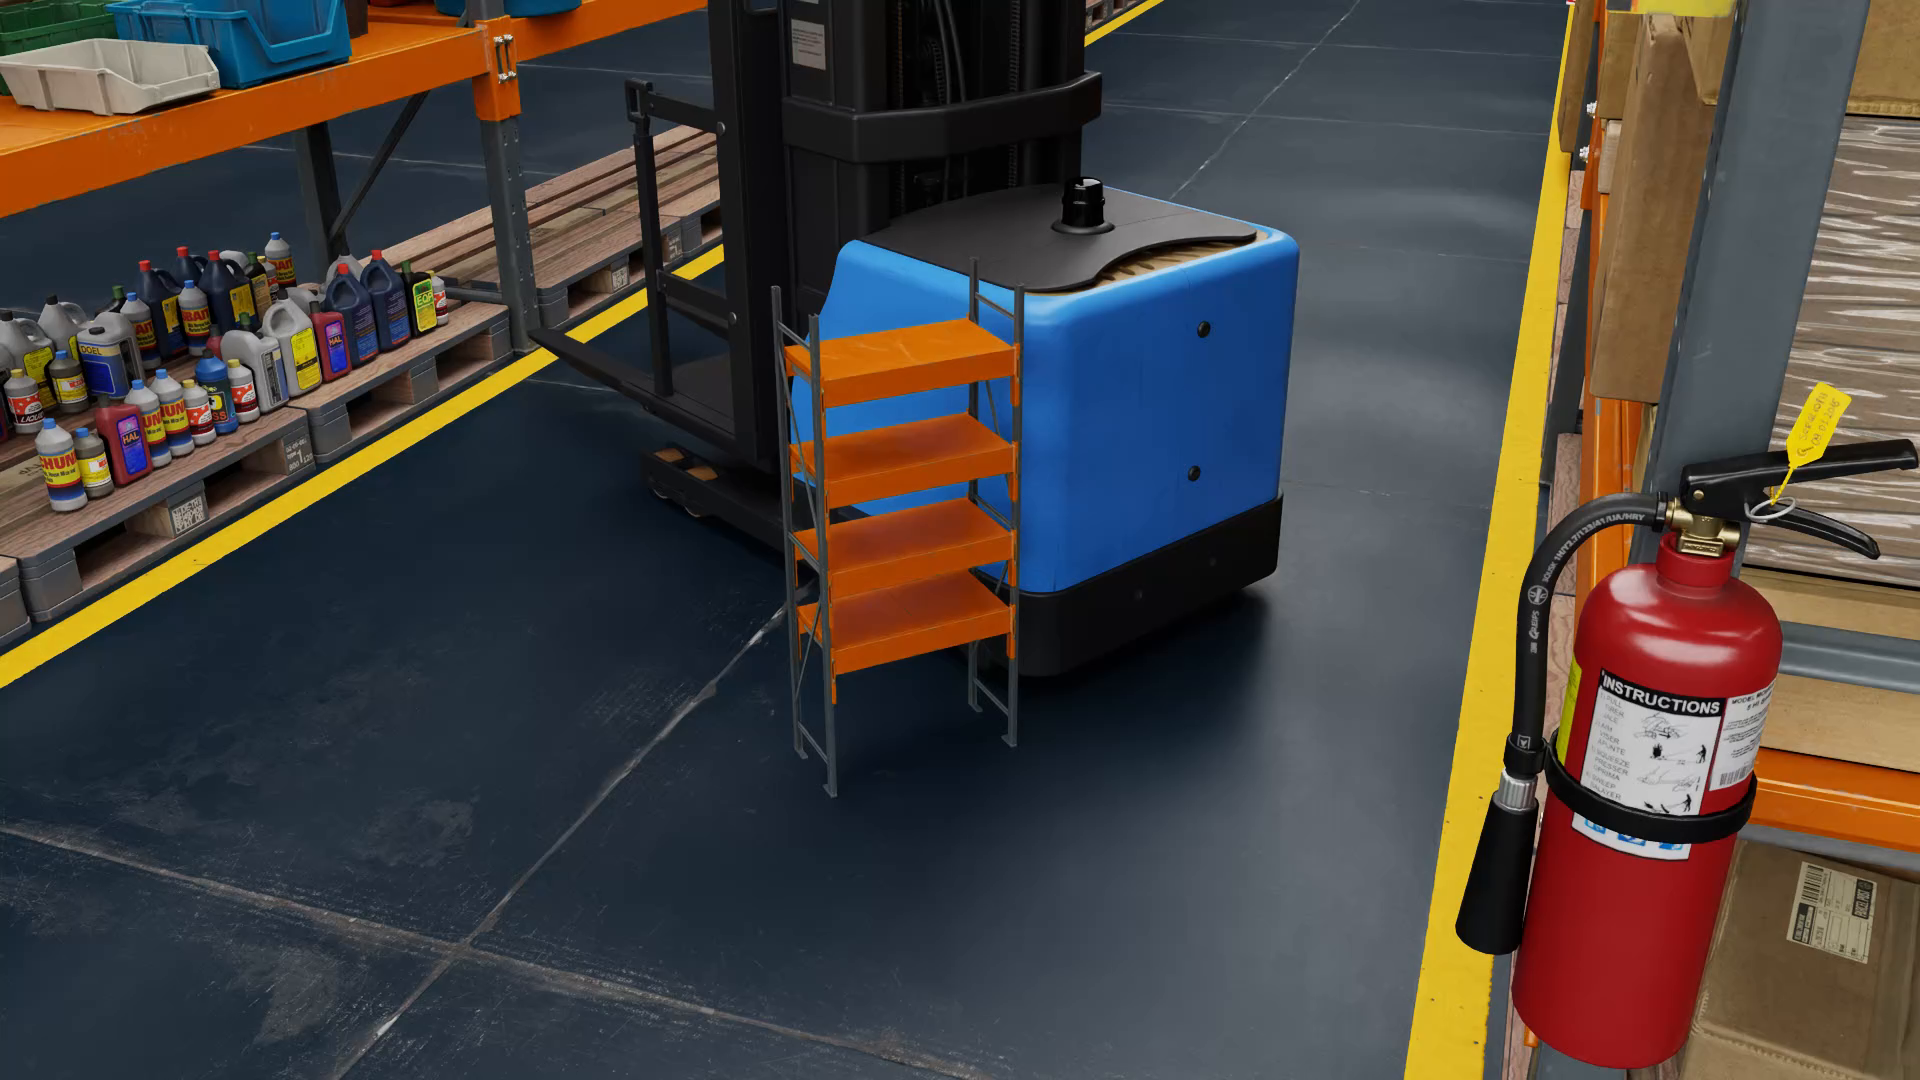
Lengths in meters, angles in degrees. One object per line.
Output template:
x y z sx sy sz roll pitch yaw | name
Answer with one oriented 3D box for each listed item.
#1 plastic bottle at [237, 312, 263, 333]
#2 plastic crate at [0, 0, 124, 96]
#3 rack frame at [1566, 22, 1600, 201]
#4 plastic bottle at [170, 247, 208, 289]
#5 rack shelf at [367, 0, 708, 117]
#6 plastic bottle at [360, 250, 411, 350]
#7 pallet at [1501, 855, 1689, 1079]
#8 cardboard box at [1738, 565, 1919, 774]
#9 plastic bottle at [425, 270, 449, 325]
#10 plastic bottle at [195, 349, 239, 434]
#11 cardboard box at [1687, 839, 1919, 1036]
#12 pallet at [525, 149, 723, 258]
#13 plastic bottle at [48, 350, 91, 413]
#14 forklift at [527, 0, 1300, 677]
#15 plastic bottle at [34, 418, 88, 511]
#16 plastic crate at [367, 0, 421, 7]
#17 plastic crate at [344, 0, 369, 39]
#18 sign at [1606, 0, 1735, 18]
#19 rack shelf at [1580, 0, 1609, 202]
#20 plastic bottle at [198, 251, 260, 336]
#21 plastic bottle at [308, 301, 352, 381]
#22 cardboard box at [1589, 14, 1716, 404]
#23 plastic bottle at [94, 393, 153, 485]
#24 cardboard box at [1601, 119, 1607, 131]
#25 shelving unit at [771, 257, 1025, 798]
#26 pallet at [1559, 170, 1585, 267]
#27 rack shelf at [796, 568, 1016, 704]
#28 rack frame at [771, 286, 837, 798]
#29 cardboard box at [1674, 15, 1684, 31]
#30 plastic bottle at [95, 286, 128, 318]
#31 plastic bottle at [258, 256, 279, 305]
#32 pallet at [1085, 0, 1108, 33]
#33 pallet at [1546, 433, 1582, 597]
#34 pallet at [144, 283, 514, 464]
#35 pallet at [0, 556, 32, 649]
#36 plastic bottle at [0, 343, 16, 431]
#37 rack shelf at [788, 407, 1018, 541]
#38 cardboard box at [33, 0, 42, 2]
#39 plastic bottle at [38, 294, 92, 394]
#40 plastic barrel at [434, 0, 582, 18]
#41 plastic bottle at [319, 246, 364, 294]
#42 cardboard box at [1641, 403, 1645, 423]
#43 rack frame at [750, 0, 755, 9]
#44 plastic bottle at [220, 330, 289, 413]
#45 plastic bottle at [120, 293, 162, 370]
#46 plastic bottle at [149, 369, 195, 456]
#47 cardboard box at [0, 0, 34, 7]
-2.442 -0.664 5.791 0.061 0.283 0.133 9 27 17 | plastic bottle
-2.941 -1.590 5.334 0.450 0.188 0.662 9 27 17 | plastic crate
3.779 -3.127 8.267 1.000 3.000 0.127 9 27 17 | rack frame
-2.883 -0.936 6.276 0.144 0.351 0.185 10 27 19 | plastic bottle
-1.557 -2.700 8.210 1.077 0.370 4.000 9 27 17 | rack shelf
-2.166 -0.901 6.204 0.144 0.351 0.185 8 27 16 | plastic bottle
1.446 1.055 2.828 1.003 0.211 1.213 9 27 17 | pallet
1.017 0.126 1.836 0.380 0.149 0.250 9 27 17 | cardboard box
-2.050 -0.946 6.468 0.097 0.201 0.097 0 26 0 | plastic bottle
-2.442 -0.493 5.453 0.097 0.271 0.097 0 26 0 | plastic bottle
1.507 0.591 2.973 0.500 0.500 0.500 17 30 31 | cardboard box
-1.594 -1.778 8.680 1.003 0.211 1.213 9 27 17 | pallet
-3.021 -0.541 5.631 0.097 0.201 0.097 0 26 0 | plastic bottle
-0.413 -1.523 5.031 1.130 2.935 3.031 -21 33 -37 | forklift
-2.657 -0.228 4.905 0.097 0.271 0.097 0 26 0 | plastic bottle
-2.350 -2.474 6.844 0.402 0.464 0.583 9 27 17 | plastic crate
-2.517 -1.977 5.963 0.767 0.338 0.504 9 27 17 | plastic crate
0.600 -0.592 1.339 0.100 0.325 0.005 9 27 17 | sign
3.113 -1.982 6.726 1.077 0.370 4.000 9 27 17 | rack shelf
-2.747 -0.915 6.233 0.144 0.351 0.185 9 27 17 | plastic bottle
-2.244 -0.719 5.905 0.061 0.283 0.133 11 28 21 | plastic bottle
1.379 -0.464 2.309 0.875 0.500 0.500 9 27 17 | cardboard box
-2.564 -0.324 5.089 0.061 0.283 0.133 9 27 18 | plastic bottle
1.997 -1.225 4.626 0.380 0.149 0.250 9 27 17 | cardboard box
-0.136 -0.018 3.911 0.503 1.200 0.258 -12 28 -24 | shelving unit
3.517 -1.551 8.212 1.003 0.211 1.213 9 27 17 | pallet
-0.136 0.221 4.027 0.480 0.148 0.258 -12 28 -24 | rack shelf
-0.354 0.030 3.812 0.015 1.200 0.240 -12 28 -24 | rack frame
1.228 -0.937 2.139 0.500 0.500 0.500 9 27 17 | cardboard box
-3.040 -0.766 6.003 0.061 0.283 0.133 10 28 20 | plastic bottle
-2.776 -1.031 6.644 0.097 0.201 0.097 0 26 0 | plastic bottle
0.647 -4.542 14.389 1.003 0.211 1.213 9 27 17 | pallet
2.257 0.053 4.899 1.003 0.211 1.213 9 27 17 | pallet
-2.486 -0.677 6.406 1.003 0.211 1.213 9 27 17 | pallet
-3.298 0.326 4.335 1.003 0.211 1.213 9 27 17 | pallet
-3.200 -0.505 5.472 0.152 0.276 0.135 8 27 16 | plastic bottle
-0.136 -0.159 3.843 0.480 0.148 0.258 -12 28 -24 | rack shelf
-5.671 -3.304 10.661 0.500 0.311 0.500 8 27 17 | cardboard box
-3.087 -0.684 5.755 0.144 0.351 0.185 9 27 17 | plastic bottle
-1.809 -2.542 6.483 0.600 0.901 0.708 9 27 17 | plastic barrel
-2.301 -0.922 6.247 0.144 0.351 0.185 9 27 17 | plastic bottle
1.233 -0.187 2.483 0.380 0.149 0.250 9 27 17 | cardboard box
-0.892 -3.846 9.751 1.000 3.000 0.127 9 27 17 | rack frame
-2.395 -0.590 5.647 0.152 0.276 0.135 9 27 18 | plastic bottle
-2.959 -0.757 5.997 0.097 0.271 0.097 0 26 0 | plastic bottle
-2.510 -0.410 5.281 0.097 0.271 0.097 0 26 0 | plastic bottle
-6.180 -3.380 10.818 0.500 0.311 0.500 8 27 16 | cardboard box
